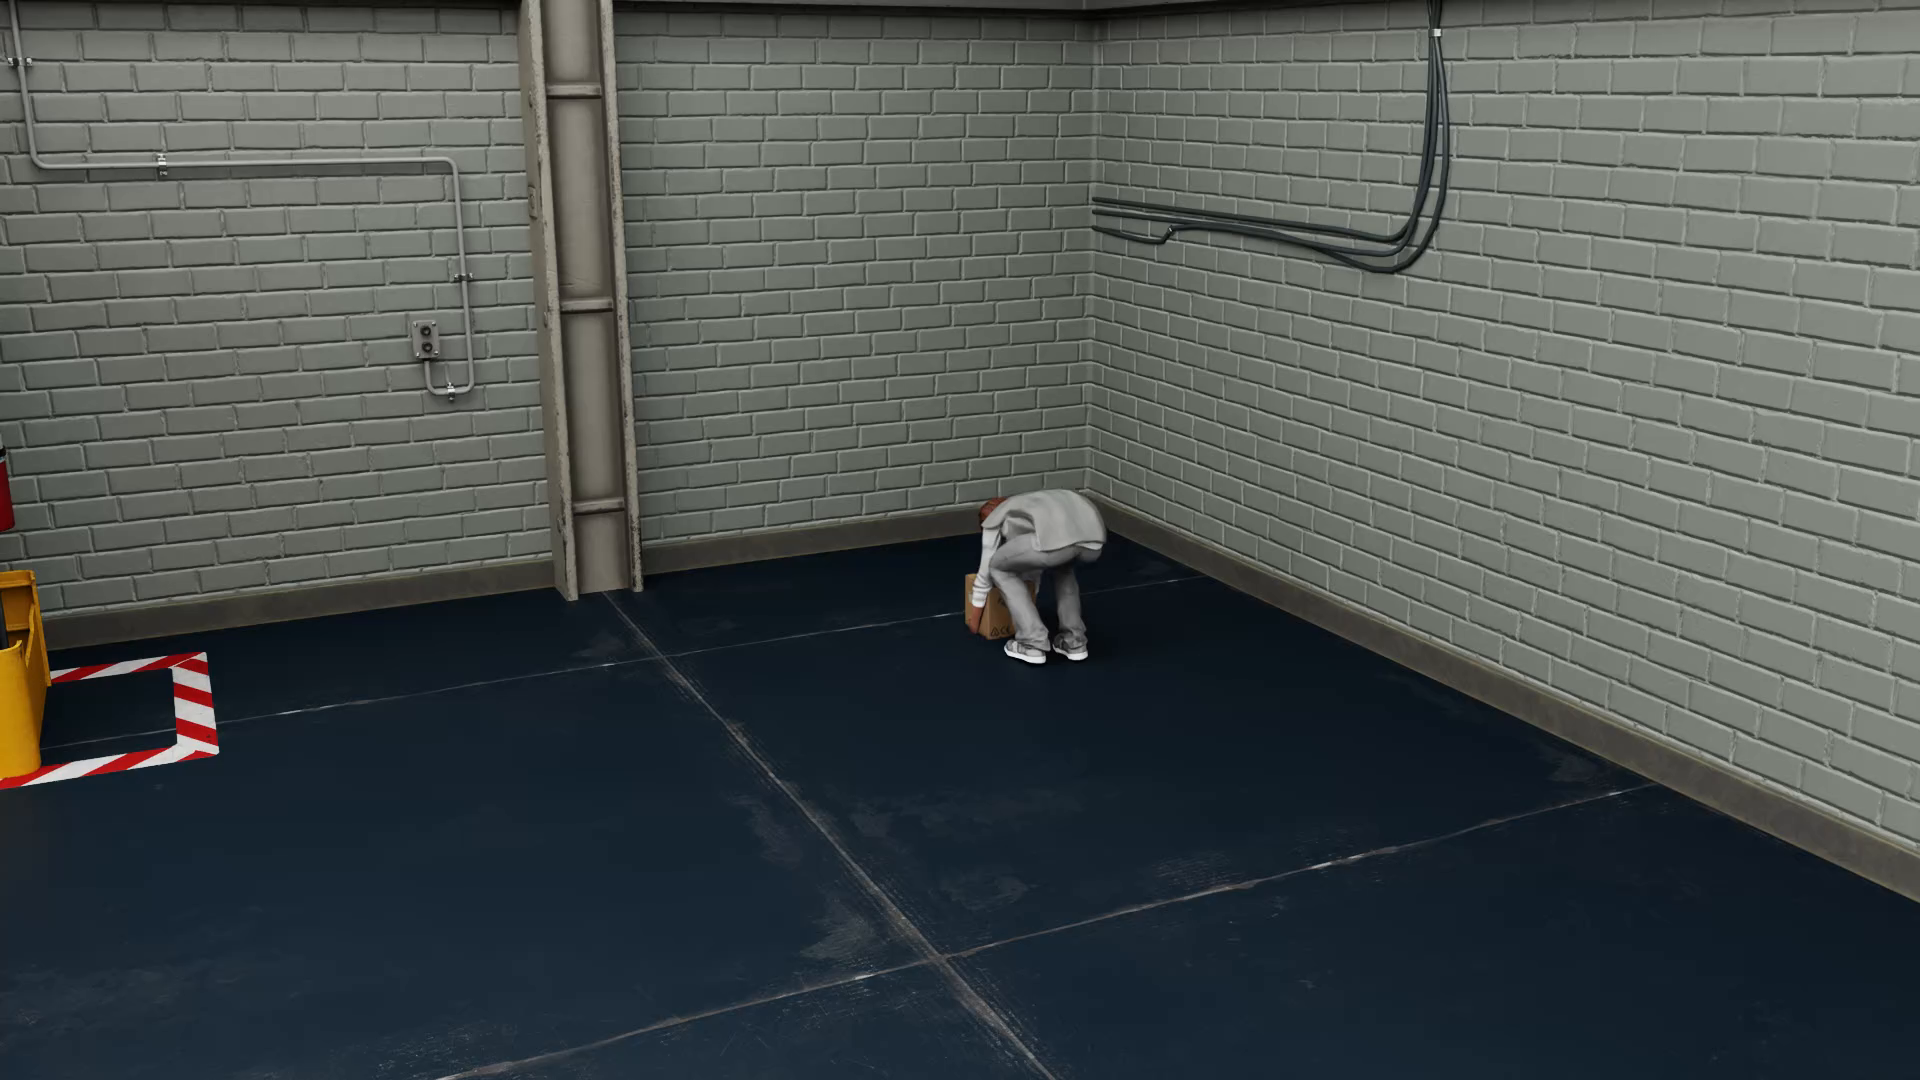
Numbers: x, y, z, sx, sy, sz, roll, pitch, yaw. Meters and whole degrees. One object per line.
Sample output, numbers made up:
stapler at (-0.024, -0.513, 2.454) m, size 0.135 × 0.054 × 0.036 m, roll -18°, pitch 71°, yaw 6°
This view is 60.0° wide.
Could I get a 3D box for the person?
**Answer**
person at (0.336, 0.132, 7.595) m, size 0.425 × 0.808 × 0.864 m, roll -8°, pitch 17°, yaw -27°
